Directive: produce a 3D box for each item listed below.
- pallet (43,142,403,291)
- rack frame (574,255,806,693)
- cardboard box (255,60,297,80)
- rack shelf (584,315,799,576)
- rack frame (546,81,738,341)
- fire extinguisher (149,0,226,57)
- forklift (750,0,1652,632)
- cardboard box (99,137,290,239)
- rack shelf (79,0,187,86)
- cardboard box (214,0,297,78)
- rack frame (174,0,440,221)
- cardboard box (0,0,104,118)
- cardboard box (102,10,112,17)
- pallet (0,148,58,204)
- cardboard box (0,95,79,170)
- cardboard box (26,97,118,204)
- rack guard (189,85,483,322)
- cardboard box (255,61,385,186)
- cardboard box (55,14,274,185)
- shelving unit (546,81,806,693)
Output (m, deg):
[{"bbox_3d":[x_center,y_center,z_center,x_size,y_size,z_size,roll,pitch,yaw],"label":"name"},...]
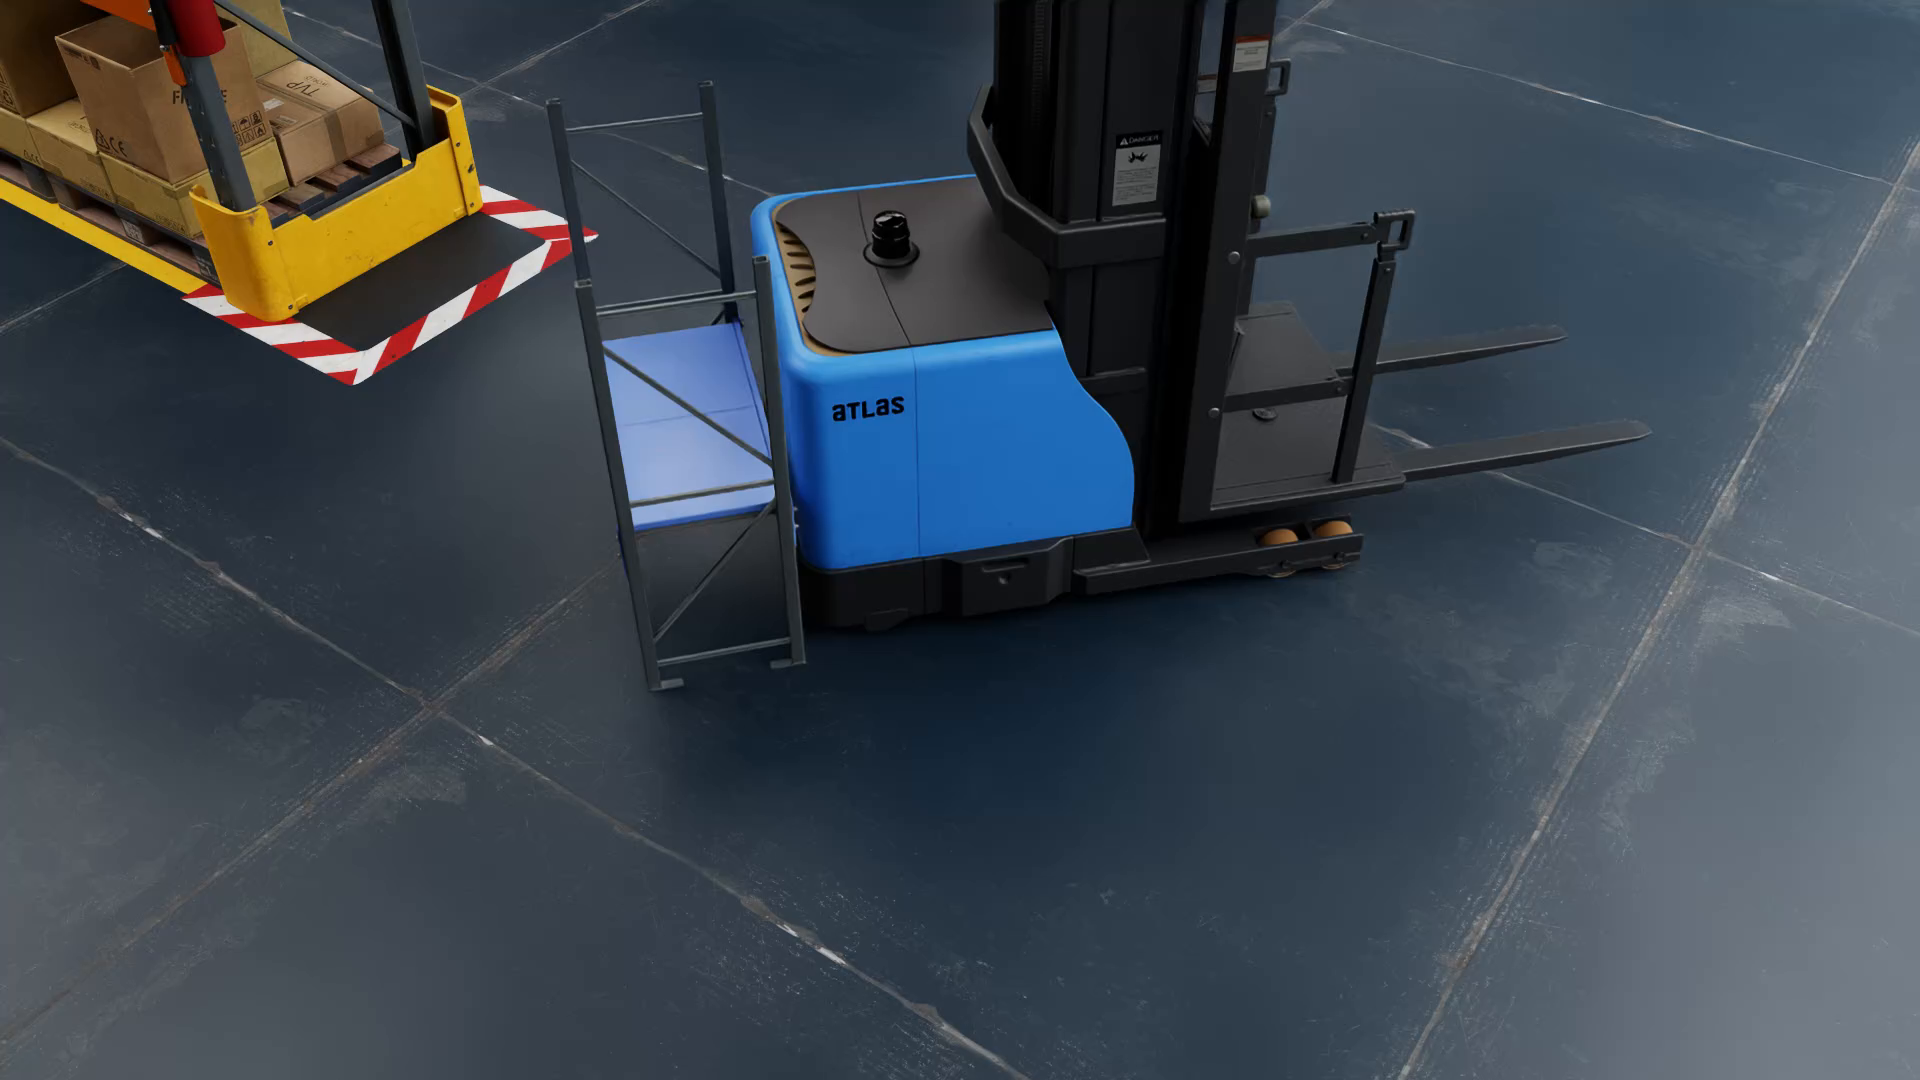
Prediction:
[{"bbox_3d":[-3.248,-1.606,7.387,1.213,0.211,1.003,25,48,25],"label":"pallet"},{"bbox_3d":[-0.738,-0.132,4.773,0.500,1.500,0.032,-10,43,-11],"label":"rack frame"},{"bbox_3d":[-3.320,-2.023,7.509,0.500,0.250,0.500,25,48,25],"label":"cardboard box"},{"bbox_3d":[-0.865,-0.326,5.259,0.538,0.185,1.000,-10,43,-11],"label":"rack shelf"},{"bbox_3d":[-0.993,-0.788,5.506,0.500,1.500,0.032,-10,43,-11],"label":"rack frame"},{"bbox_3d":[-2.768,-2.048,5.847,0.183,0.674,0.296,25,48,25],"label":"fire extinguisher"},{"bbox_3d":[0.881,-1.302,5.007,3.031,2.935,1.130,-8,42,-9],"label":"forklift"},{"bbox_3d":[-3.206,-1.551,6.981,0.500,0.250,0.500,25,48,25],"label":"cardboard box"},{"bbox_3d":[-4.235,-2.873,7.251,4.000,0.370,1.077,25,48,25],"label":"rack shelf"},{"bbox_3d":[-3.319,-2.304,7.260,0.500,0.500,0.500,25,48,25],"label":"cardboard box"},{"bbox_3d":[-2.598,-2.375,6.155,0.127,3.000,1.000,25,48,25],"label":"rack frame"},{"bbox_3d":[-4.035,-2.204,7.149,0.500,0.500,0.500,25,48,25],"label":"cardboard box"},{"bbox_3d":[-3.736,-2.488,7.466,0.500,0.500,0.500,25,48,25],"label":"cardboard box"},{"bbox_3d":[-4.242,-2.074,7.909,1.213,0.211,1.003,25,48,25],"label":"pallet"},{"bbox_3d":[-4.033,-1.927,7.401,0.500,0.250,0.500,25,48,25],"label":"cardboard box"},{"bbox_3d":[-3.623,-1.736,7.188,0.500,0.250,0.500,25,48,25],"label":"cardboard box"},{"bbox_3d":[-2.578,-1.435,6.979,0.348,0.500,1.175,25,48,25],"label":"rack guard"},{"bbox_3d":[-2.909,-1.834,7.297,0.500,0.250,0.500,25,48,25],"label":"cardboard box"},{"bbox_3d":[-3.208,-1.830,6.730,0.500,0.500,0.500,25,48,25],"label":"cardboard box"},{"bbox_3d":[-0.865,-0.460,5.139,0.538,1.500,1.048,-10,43,-11],"label":"shelving unit"}]
